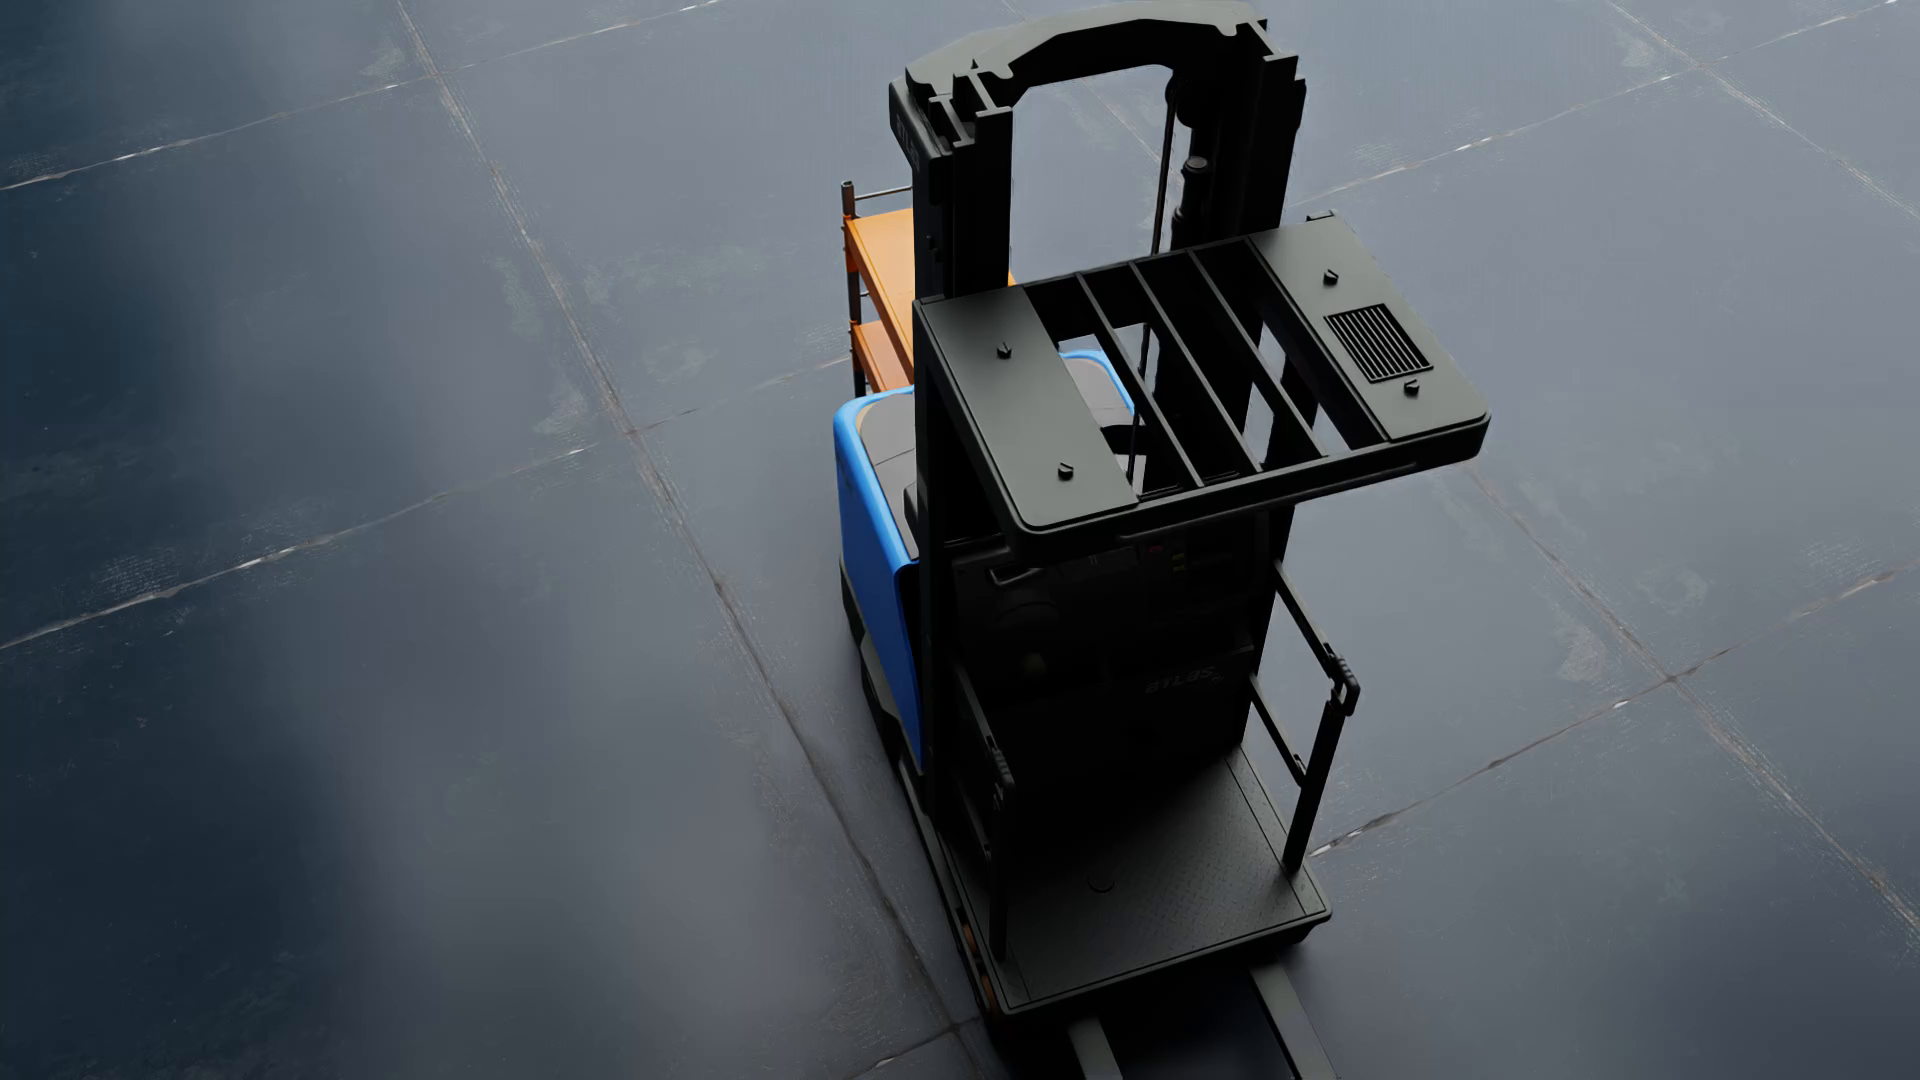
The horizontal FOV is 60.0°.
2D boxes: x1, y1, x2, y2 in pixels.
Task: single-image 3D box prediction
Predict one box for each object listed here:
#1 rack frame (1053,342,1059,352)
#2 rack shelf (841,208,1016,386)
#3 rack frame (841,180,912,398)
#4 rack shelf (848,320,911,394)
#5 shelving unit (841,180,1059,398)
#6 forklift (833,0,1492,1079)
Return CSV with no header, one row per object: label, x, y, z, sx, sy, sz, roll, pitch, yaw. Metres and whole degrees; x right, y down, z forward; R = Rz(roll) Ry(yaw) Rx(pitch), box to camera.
rack frame,0.106,-0.316,6.172,0.500,1.125,0.032,-14,50,-12
rack shelf,-0.053,-0.872,6.269,0.538,0.278,1.000,-14,50,-12
rack frame,-0.212,-1.043,6.807,0.500,1.125,0.032,-14,50,-12
rack shelf,-0.053,-0.518,6.674,0.538,0.278,1.000,-14,50,-12
shelving unit,-0.053,-0.679,6.489,0.538,1.125,1.048,-14,50,-12
forklift,0.499,0.217,4.506,1.130,2.935,3.031,-14,50,-12
